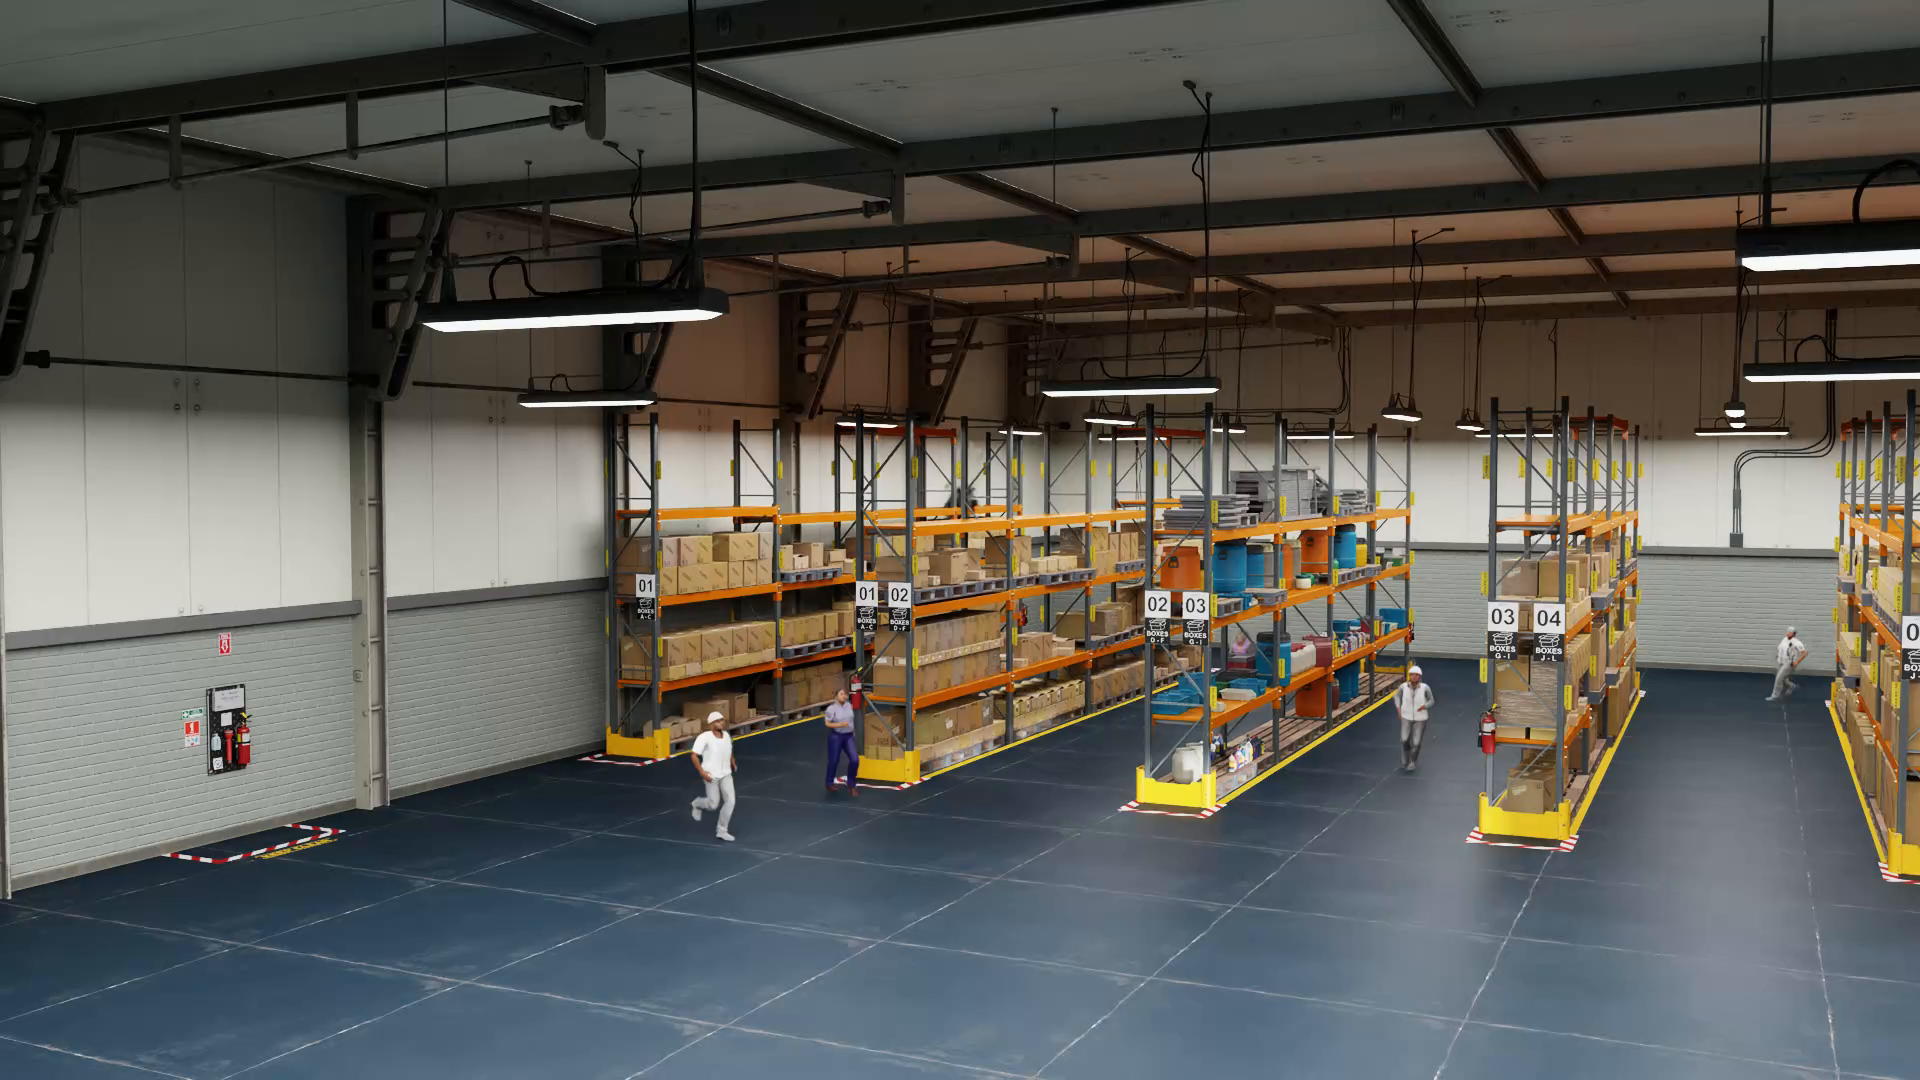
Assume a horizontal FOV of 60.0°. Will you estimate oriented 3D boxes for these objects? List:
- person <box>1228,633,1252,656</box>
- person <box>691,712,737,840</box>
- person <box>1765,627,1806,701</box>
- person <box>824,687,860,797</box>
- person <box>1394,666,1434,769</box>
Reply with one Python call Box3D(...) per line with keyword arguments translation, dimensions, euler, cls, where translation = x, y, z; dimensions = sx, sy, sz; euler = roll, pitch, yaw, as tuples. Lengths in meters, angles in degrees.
Box3D(translation=(5.924, 2.741, 35.188), dimensions=(0.534, 1.544, 0.557), euler=(1, 3, 19), cls="person")
Box3D(translation=(-3.336, 3.201, 22.677), dimensions=(0.703, 1.725, 0.731), euler=(-2, 3, -42), cls="person")
Box3D(translation=(17.911, 2.683, 35.954), dimensions=(0.832, 1.622, 0.673), euler=(-1, 2, -16), cls="person")
Box3D(translation=(-1.818, 3.113, 25.588), dimensions=(0.611, 1.694, 0.708), euler=(-2, 3, -32), cls="person")
Box3D(translation=(7.547, 2.964, 27.661), dimensions=(0.660, 1.730, 0.634), euler=(1, 3, 18), cls="person")
